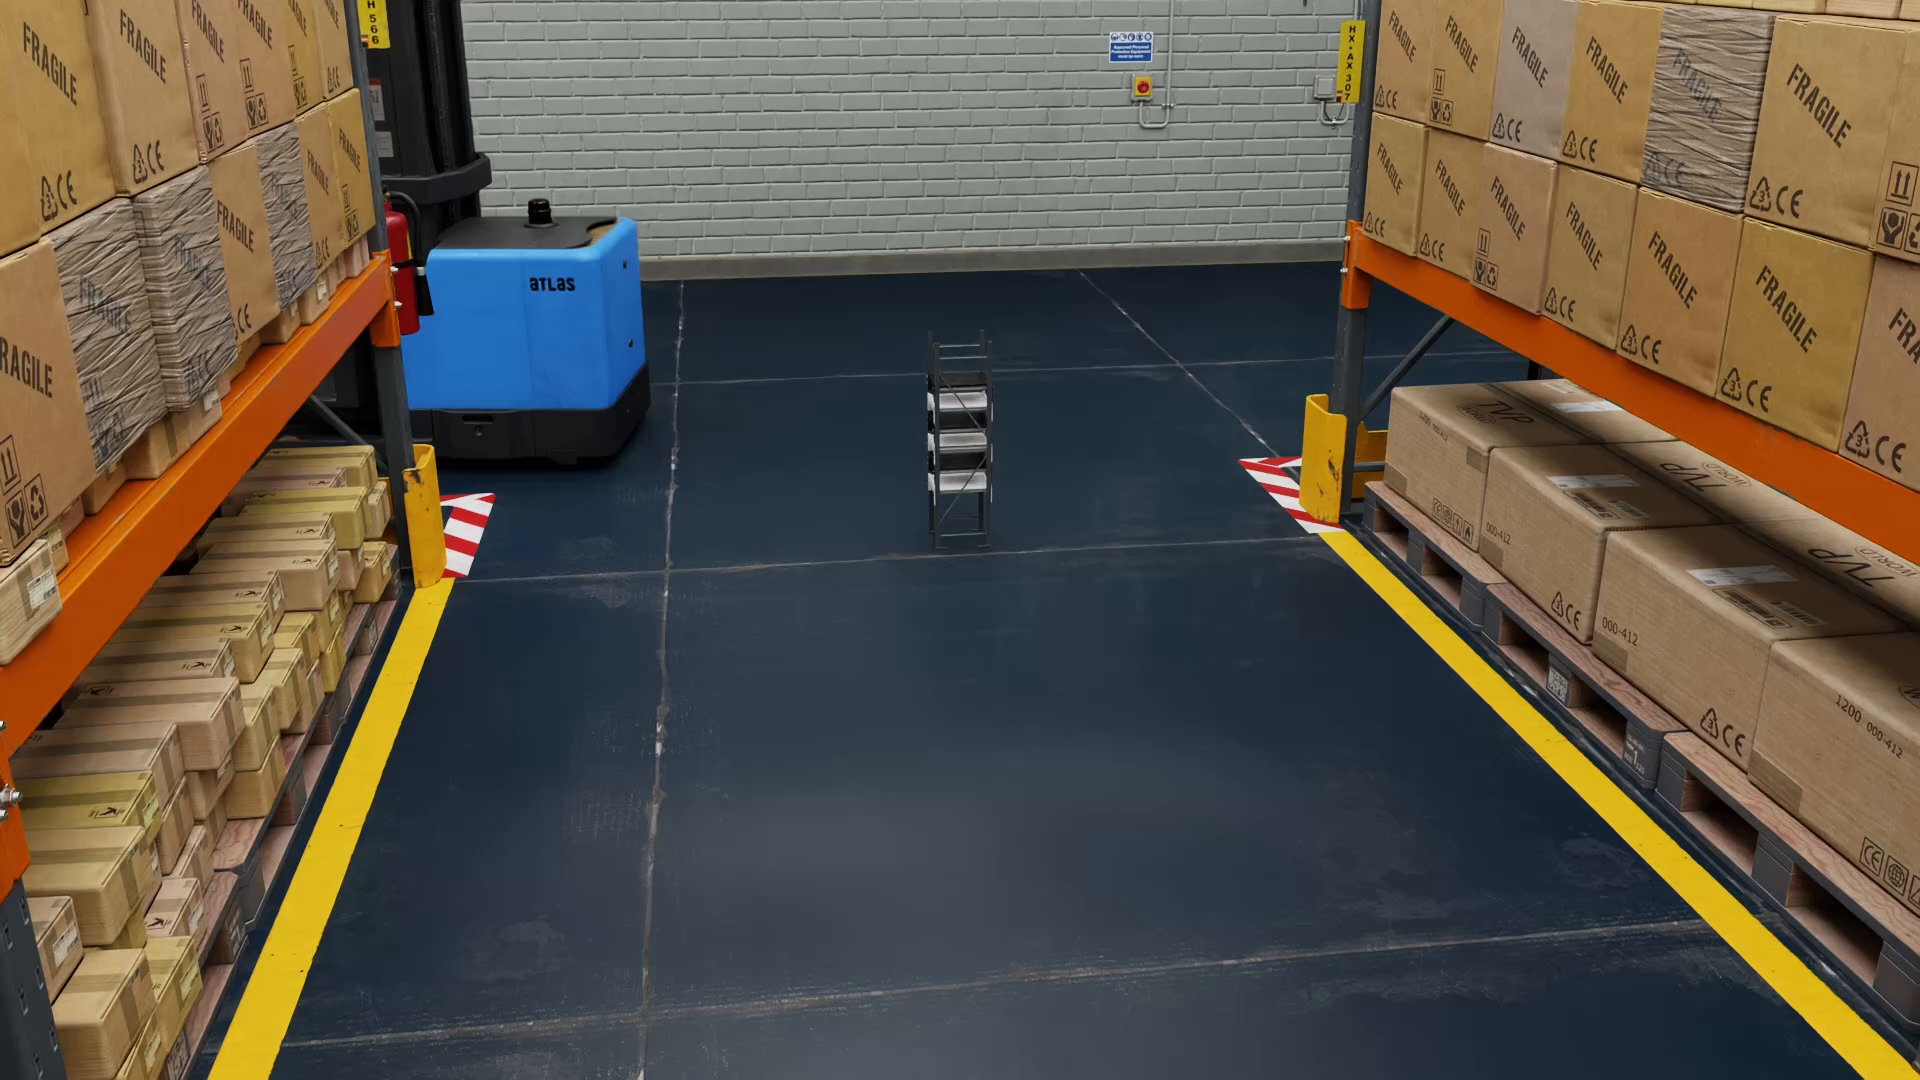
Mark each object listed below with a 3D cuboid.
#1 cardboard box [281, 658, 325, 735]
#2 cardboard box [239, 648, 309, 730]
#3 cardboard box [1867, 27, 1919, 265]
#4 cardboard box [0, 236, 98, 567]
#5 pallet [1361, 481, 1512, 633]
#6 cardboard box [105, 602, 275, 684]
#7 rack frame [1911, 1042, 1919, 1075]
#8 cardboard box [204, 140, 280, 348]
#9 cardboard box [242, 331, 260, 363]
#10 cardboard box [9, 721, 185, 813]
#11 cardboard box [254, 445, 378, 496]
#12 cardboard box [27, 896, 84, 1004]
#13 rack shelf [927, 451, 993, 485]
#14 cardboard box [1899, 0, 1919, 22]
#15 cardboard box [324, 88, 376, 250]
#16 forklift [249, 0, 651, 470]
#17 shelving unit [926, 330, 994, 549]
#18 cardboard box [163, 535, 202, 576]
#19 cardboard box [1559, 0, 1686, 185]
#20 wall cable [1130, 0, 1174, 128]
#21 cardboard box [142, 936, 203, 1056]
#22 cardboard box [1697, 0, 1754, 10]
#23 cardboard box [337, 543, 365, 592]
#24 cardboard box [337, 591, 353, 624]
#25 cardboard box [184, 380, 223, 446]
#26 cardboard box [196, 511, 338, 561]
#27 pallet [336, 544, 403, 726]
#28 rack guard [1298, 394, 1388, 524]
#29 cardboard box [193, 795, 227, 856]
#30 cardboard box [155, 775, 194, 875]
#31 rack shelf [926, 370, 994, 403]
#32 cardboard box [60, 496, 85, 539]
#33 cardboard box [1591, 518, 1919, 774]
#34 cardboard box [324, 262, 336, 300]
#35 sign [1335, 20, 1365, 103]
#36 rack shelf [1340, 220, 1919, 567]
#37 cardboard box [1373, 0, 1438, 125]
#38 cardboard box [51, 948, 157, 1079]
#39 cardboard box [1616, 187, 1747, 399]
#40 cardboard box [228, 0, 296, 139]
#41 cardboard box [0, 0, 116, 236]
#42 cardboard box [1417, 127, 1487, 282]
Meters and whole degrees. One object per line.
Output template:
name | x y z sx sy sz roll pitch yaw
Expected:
cardboard box | -2.184 0.484 5.106 0.380 0.149 0.250 -3 21 -7
cardboard box | -2.115 0.438 4.804 0.380 0.149 0.250 -3 21 -7
cardboard box | 2.396 -0.836 3.595 0.500 0.500 0.500 -3 21 -8
cardboard box | -1.969 -0.257 3.049 0.500 0.500 0.500 -3 21 -9
pallet | 2.353 0.023 6.853 1.003 0.211 1.213 -3 21 -8
cardboard box | -2.192 0.301 4.746 0.380 0.149 0.250 -3 21 -7
rack frame | 2.737 -0.171 3.387 1.000 3.000 0.127 -3 21 -8
cardboard box | -2.191 -0.788 4.471 0.500 0.500 0.500 -2 21 -5
cardboard box | -2.298 -0.605 4.907 0.380 0.149 0.250 -4 21 -10
cardboard box | -2.118 0.571 4.024 0.380 0.149 0.250 -3 21 -9
cardboard box | -2.396 -0.241 6.198 0.380 0.149 0.250 -3 21 -7
cardboard box | -1.992 0.844 3.294 0.380 0.149 0.250 -2 21 -6
rack shelf | -0.001 -0.309 7.109 0.258 0.077 0.200 -3 21 -8
cardboard box | 2.421 -1.264 3.815 0.380 0.149 0.250 -3 21 -8
cardboard box | -2.404 -1.315 5.882 0.500 0.500 0.500 -2 21 -7
forklift | -3.189 -1.897 8.105 3.031 2.935 1.130 0 20 1
shelving unit | -0.001 -0.424 7.066 0.258 0.900 0.210 -3 21 -8
cardboard box | -2.796 0.100 5.710 0.380 0.149 0.250 -3 21 -7
cardboard box | 2.184 -1.362 5.003 0.500 0.500 0.500 -3 21 -8
wall cable | 1.324 -3.998 12.136 0.585 1.953 0.123 -3 21 -8
cardboard box | -1.920 1.018 3.678 0.380 0.149 0.250 -2 21 -6
cardboard box | 2.256 -1.527 4.518 0.380 0.149 0.250 -3 21 -9
cardboard box | -2.288 0.076 5.774 0.380 0.149 0.250 -4 21 -10
cardboard box | -2.351 0.219 5.818 0.380 0.149 0.250 -3 21 -8
cardboard box | -2.102 -0.337 4.190 0.380 0.149 0.250 -2 21 -5
cardboard box | -2.279 0.025 5.486 0.380 0.149 0.250 -4 21 -10
pallet | -2.631 0.344 5.993 1.003 0.211 1.213 -3 21 -8
rack guard | 2.157 -0.393 7.555 1.175 0.500 0.348 -3 21 -8
cardboard box | -2.167 0.758 4.375 0.380 0.149 0.250 -4 21 -10
cardboard box | -2.115 0.712 4.072 0.380 0.149 0.250 -4 21 -11
rack shelf | -0.001 -0.646 6.983 0.258 0.077 0.200 -3 21 -8
cardboard box | -2.065 -0.059 3.446 0.380 0.149 0.250 -4 21 -10
cardboard box | 2.623 0.300 5.189 0.875 0.438 0.875 -4 21 -9
cardboard box | -2.347 -0.881 5.647 0.380 0.149 0.250 -3 21 -8
sign | 1.610 -1.973 6.861 0.100 0.325 0.005 -3 21 -8
rack shelf | 2.449 -0.527 5.367 1.077 0.370 4.000 -3 21 -8
cardboard box | 1.948 -1.891 6.420 0.500 0.500 0.500 -3 21 -9
cardboard box | -1.883 0.971 3.378 0.380 0.149 0.250 -2 21 -5
cardboard box | 2.250 -0.717 4.706 0.500 0.500 0.500 -3 21 -9
cardboard box | -2.255 -1.425 4.748 0.500 0.500 0.500 -2 21 -5
cardboard box | -2.061 -0.888 3.310 0.500 0.500 0.500 -4 21 -9
cardboard box | 2.046 -1.249 6.129 0.500 0.500 0.500 -3 21 -9
